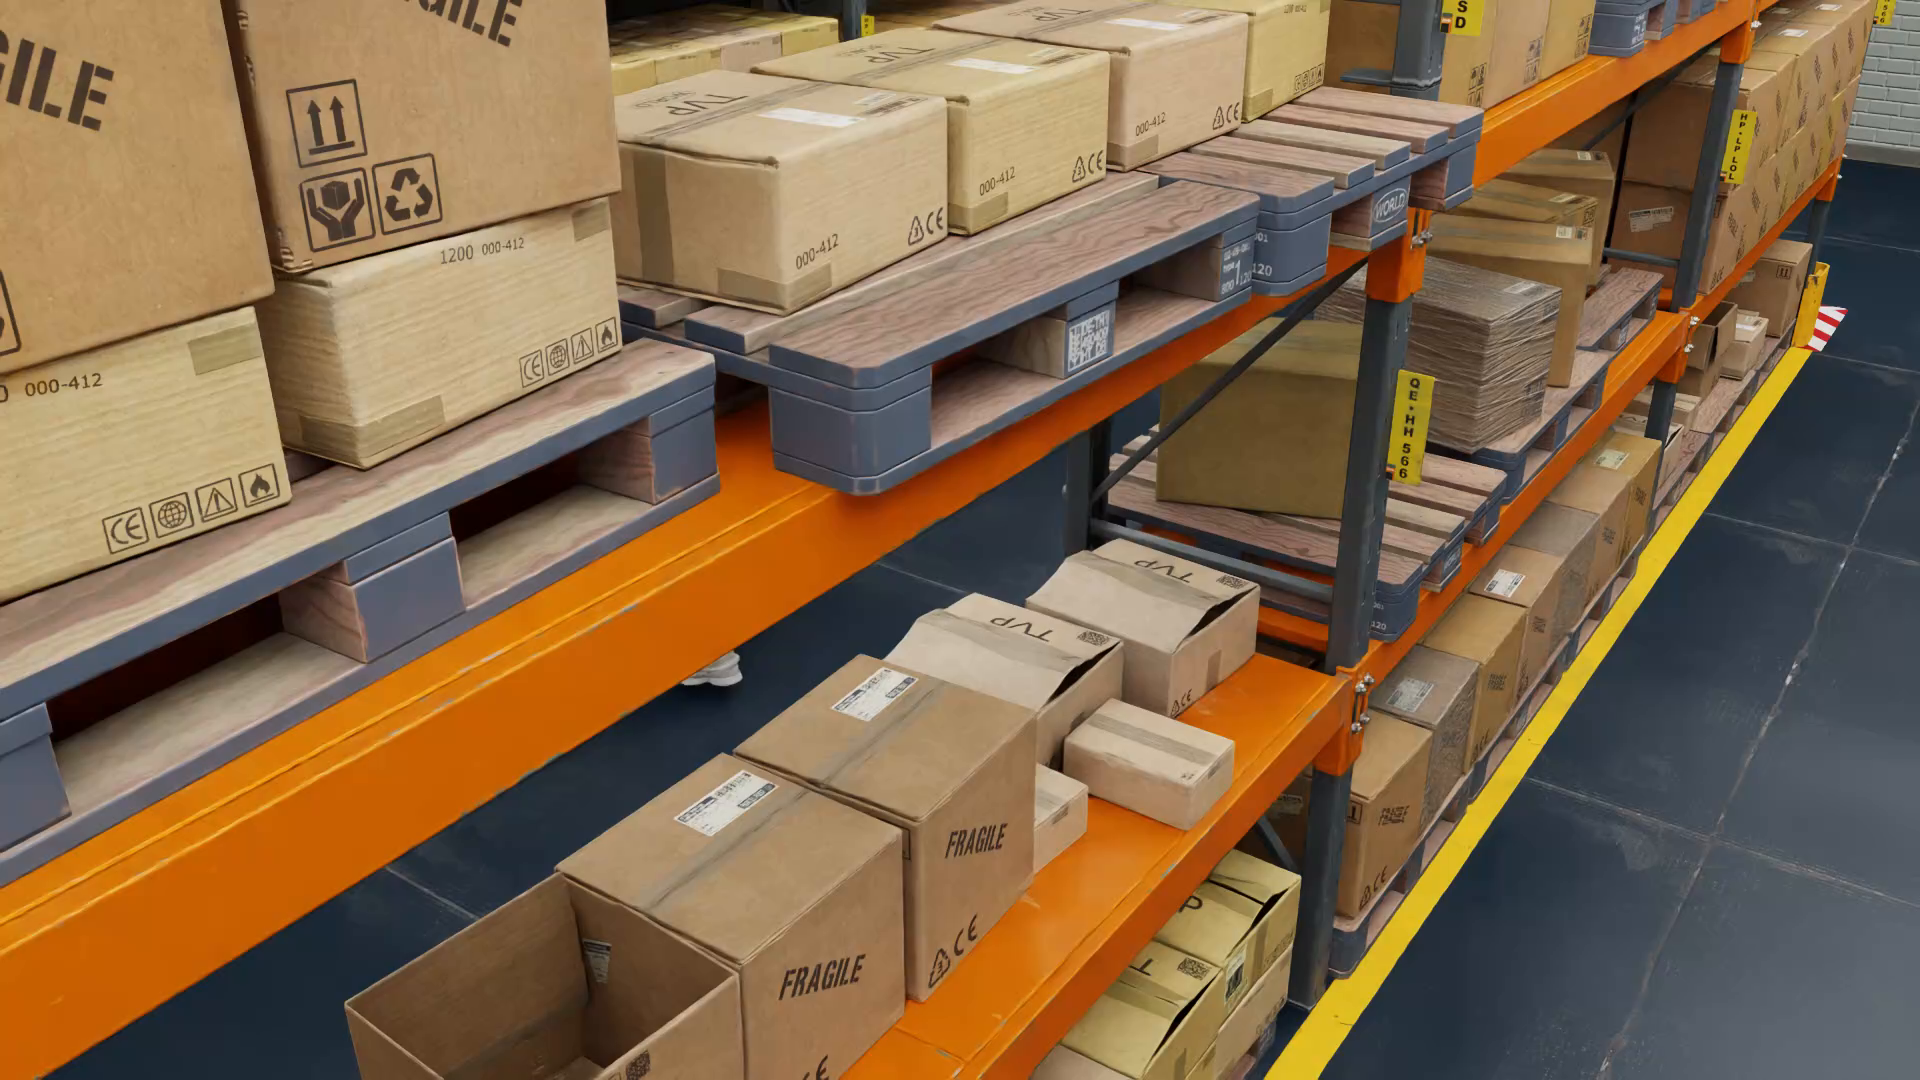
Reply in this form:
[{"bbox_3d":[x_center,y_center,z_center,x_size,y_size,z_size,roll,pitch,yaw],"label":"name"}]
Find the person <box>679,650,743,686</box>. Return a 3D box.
[{"bbox_3d":[-1.282,-0.244,7.107,0.840,1.749,0.635,13,29,24],"label":"person"}]
